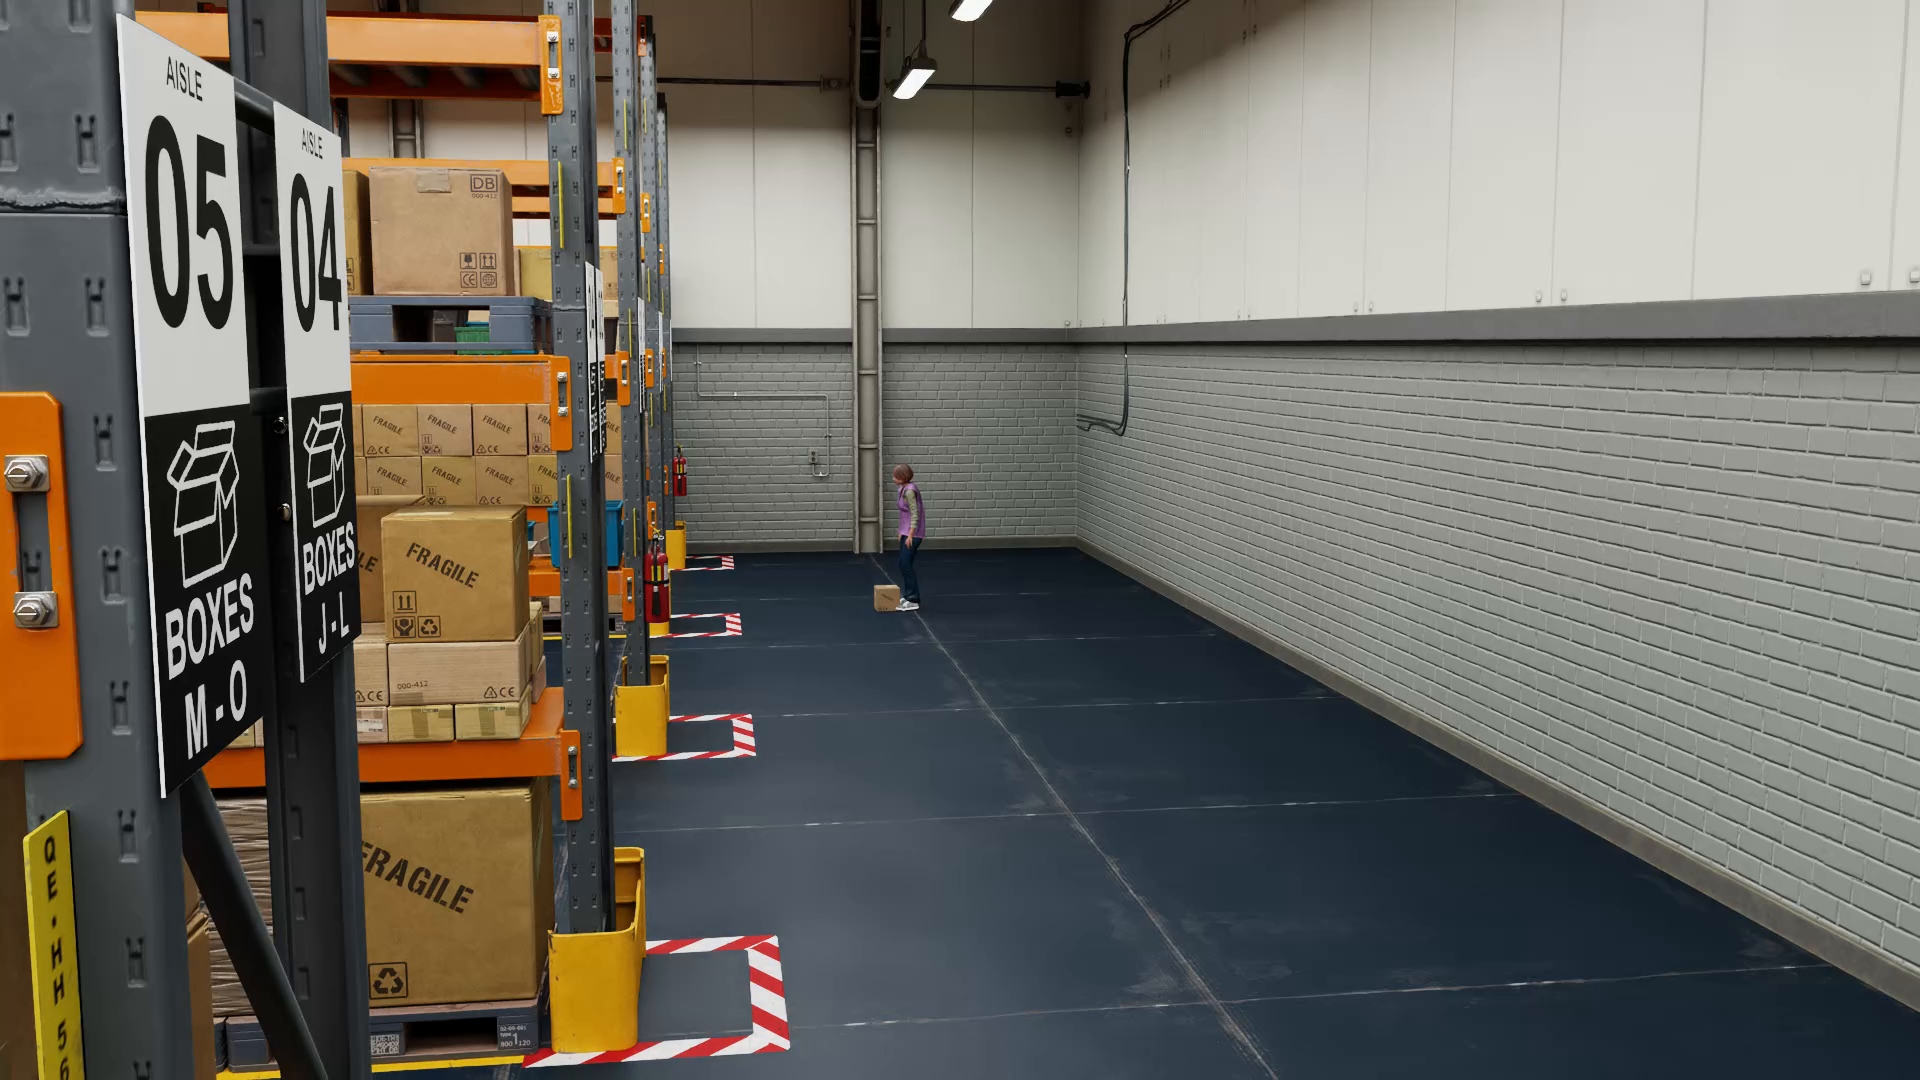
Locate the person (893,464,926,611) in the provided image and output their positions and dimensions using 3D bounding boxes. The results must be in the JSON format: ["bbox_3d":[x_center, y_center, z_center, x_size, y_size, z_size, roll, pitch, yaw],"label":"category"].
[{"bbox_3d":[-0.562,-0.037,18.098,0.347,1.592,0.482,-1,7,-12],"label":"person"}]
